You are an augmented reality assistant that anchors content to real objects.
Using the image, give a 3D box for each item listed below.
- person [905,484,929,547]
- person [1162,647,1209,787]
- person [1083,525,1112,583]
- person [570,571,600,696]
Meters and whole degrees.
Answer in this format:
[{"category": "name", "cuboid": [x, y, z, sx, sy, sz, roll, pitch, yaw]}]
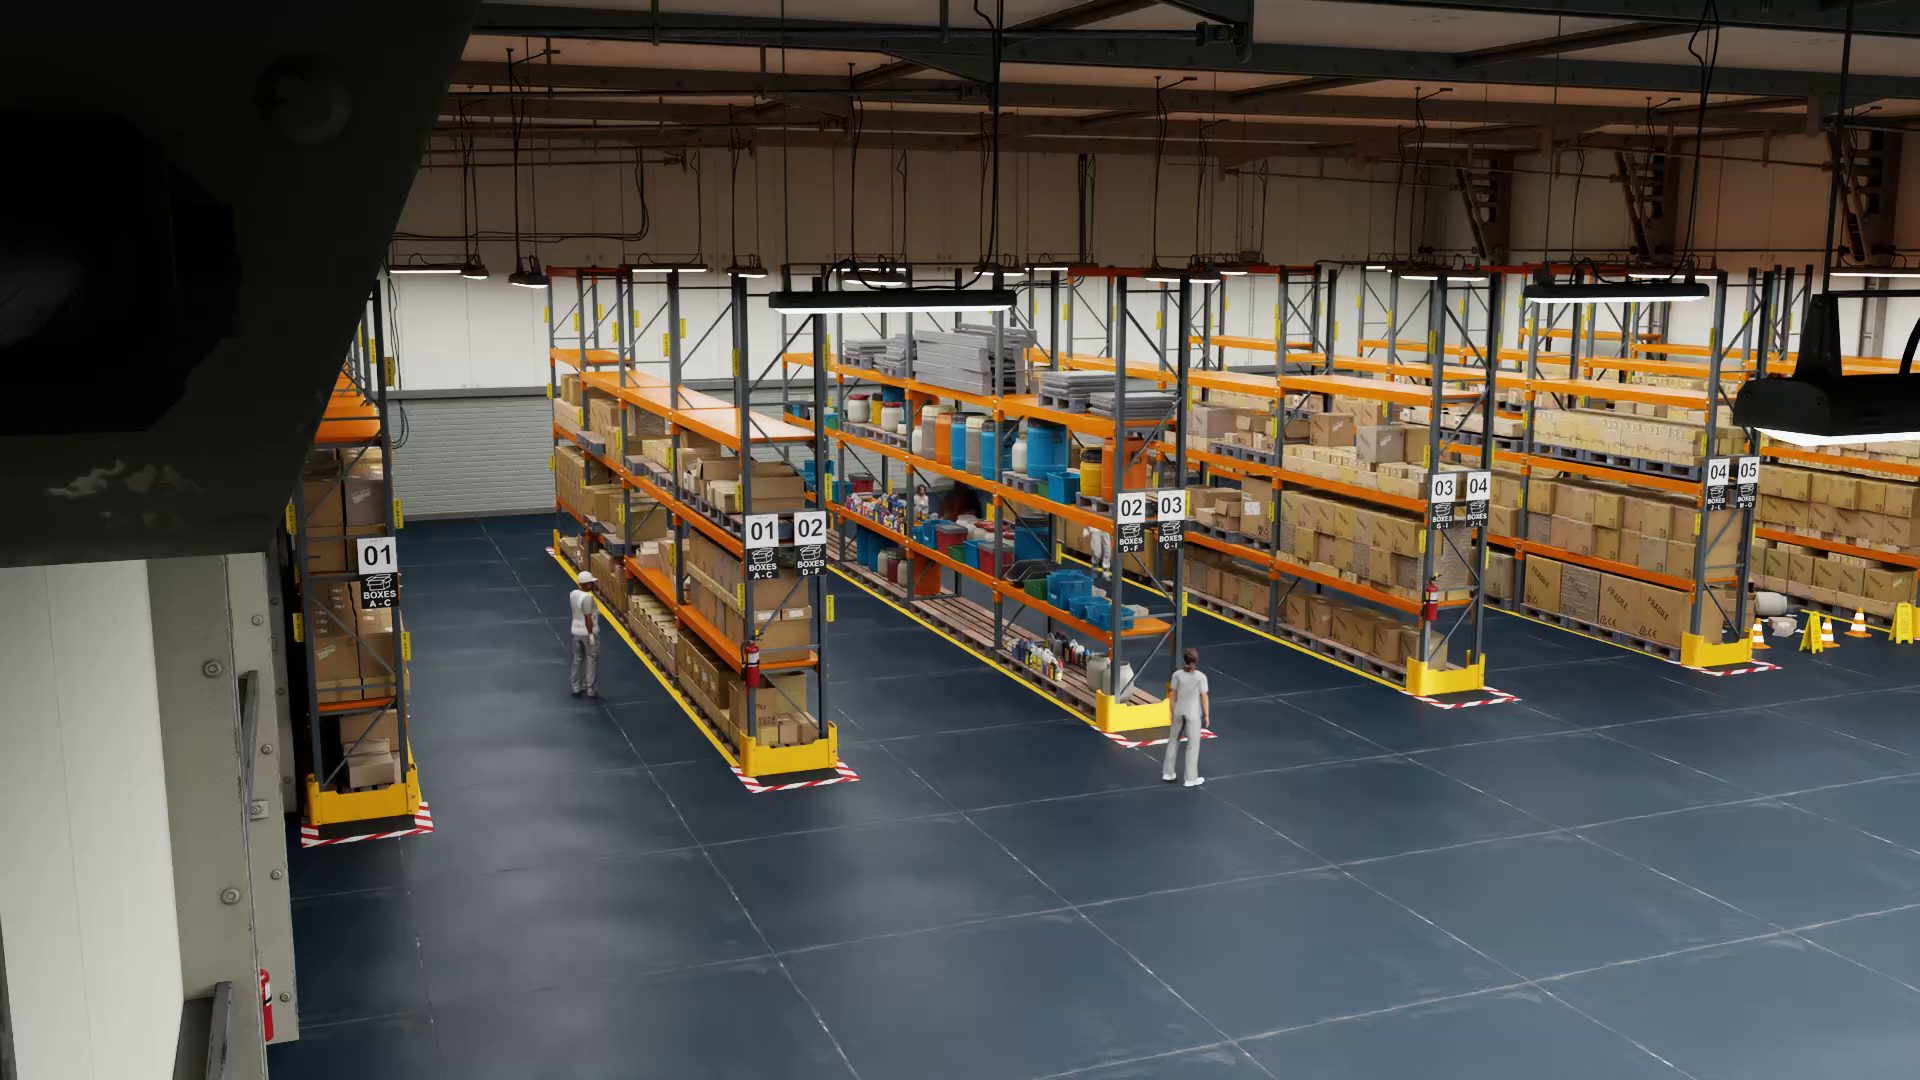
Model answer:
[{"category": "person", "cuboid": [-0.840, -0.393, 34.319, 0.454, 1.567, 0.688, -7, 12, -33]}, {"category": "person", "cuboid": [2.708, 2.101, 19.865, 0.569, 1.689, 0.371, 7, 12, 34]}, {"category": "person", "cuboid": [2.596, -0.121, 30.553, 0.596, 1.783, 0.592, -4, 11, -22]}, {"category": "person", "cuboid": [-5.358, 1.327, 23.839, 0.583, 1.794, 0.413, 8, 13, 39]}]
